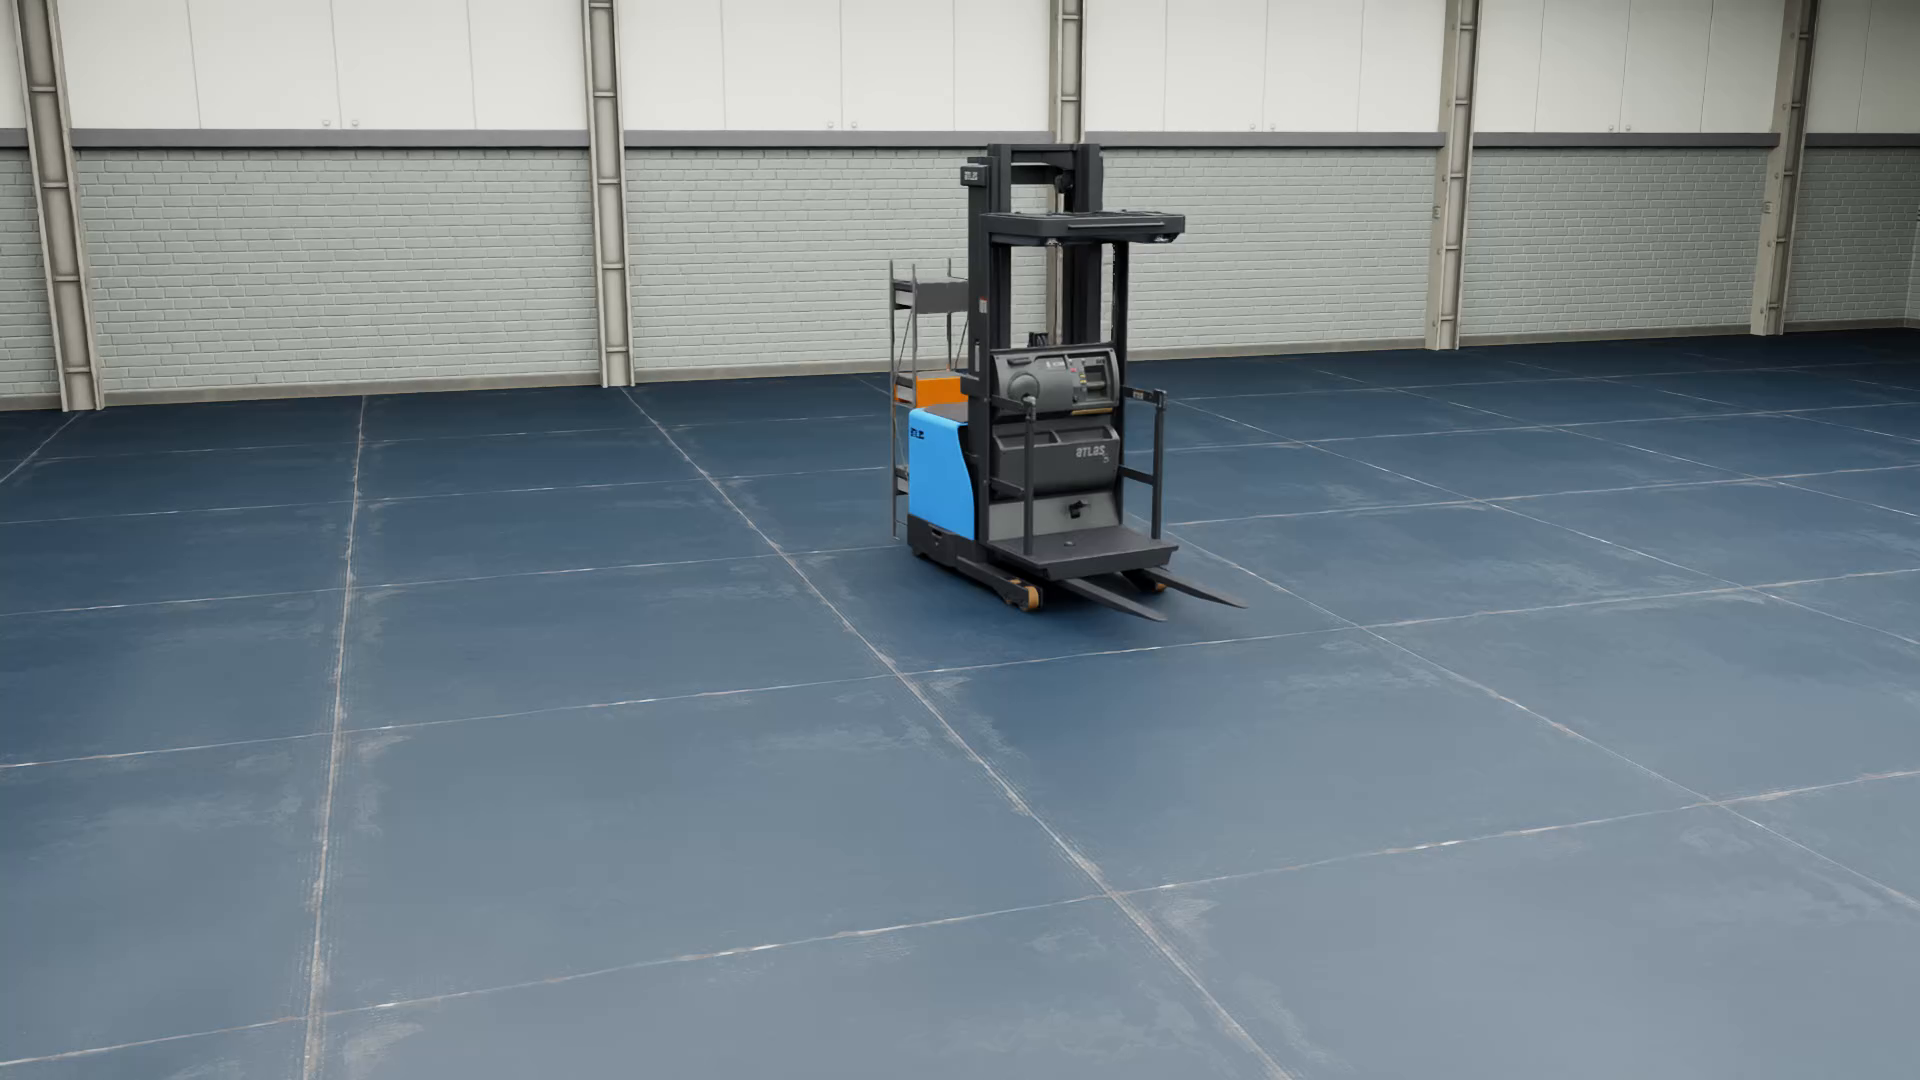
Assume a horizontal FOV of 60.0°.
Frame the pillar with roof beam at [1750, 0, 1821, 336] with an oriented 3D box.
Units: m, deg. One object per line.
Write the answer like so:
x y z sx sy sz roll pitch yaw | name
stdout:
14.152 -6.699 21.360 0.400 9.000 9.100 -4 14 -18 | pillar with roof beam

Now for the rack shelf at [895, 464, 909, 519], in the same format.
-0.204 -0.328 12.569 0.480 0.518 0.431 -7 15 -28 | rack shelf

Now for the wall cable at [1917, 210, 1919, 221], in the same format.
15.993 -6.060 25.383 0.112 2.526 3.097 -4 14 -18 | wall cable

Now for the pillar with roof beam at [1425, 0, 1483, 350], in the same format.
8.465 -6.256 19.498 0.400 9.000 9.100 -4 14 -18 | pillar with roof beam

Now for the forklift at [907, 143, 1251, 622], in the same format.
0.749 -1.084 10.867 1.130 2.935 3.031 -7 15 -27 | forklift

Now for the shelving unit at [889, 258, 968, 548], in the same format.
-0.204 -1.023 12.404 0.503 2.100 0.431 -7 15 -28 | shelving unit

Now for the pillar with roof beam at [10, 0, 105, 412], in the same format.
-8.595 -4.928 13.913 0.400 9.000 9.100 -4 14 -18 | pillar with roof beam

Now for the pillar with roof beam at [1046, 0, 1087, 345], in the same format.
2.779 -5.813 17.636 0.400 9.000 9.100 -4 14 -18 | pillar with roof beam

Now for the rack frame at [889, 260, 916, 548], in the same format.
-0.418 -0.995 12.290 0.015 2.100 0.400 -7 15 -28 | rack frame

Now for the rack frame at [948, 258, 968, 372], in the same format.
0.010 -1.050 12.518 0.015 2.100 0.400 -7 15 -28 | rack frame

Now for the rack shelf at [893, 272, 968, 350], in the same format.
-0.204 -1.690 12.245 0.480 0.518 0.431 -7 15 -28 | rack shelf

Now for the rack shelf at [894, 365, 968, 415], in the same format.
-0.204 -1.009 12.407 0.480 0.518 0.431 -7 15 -28 | rack shelf

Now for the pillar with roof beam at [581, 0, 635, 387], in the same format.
-2.908 -5.370 15.774 0.400 9.000 9.100 -4 14 -18 | pillar with roof beam
